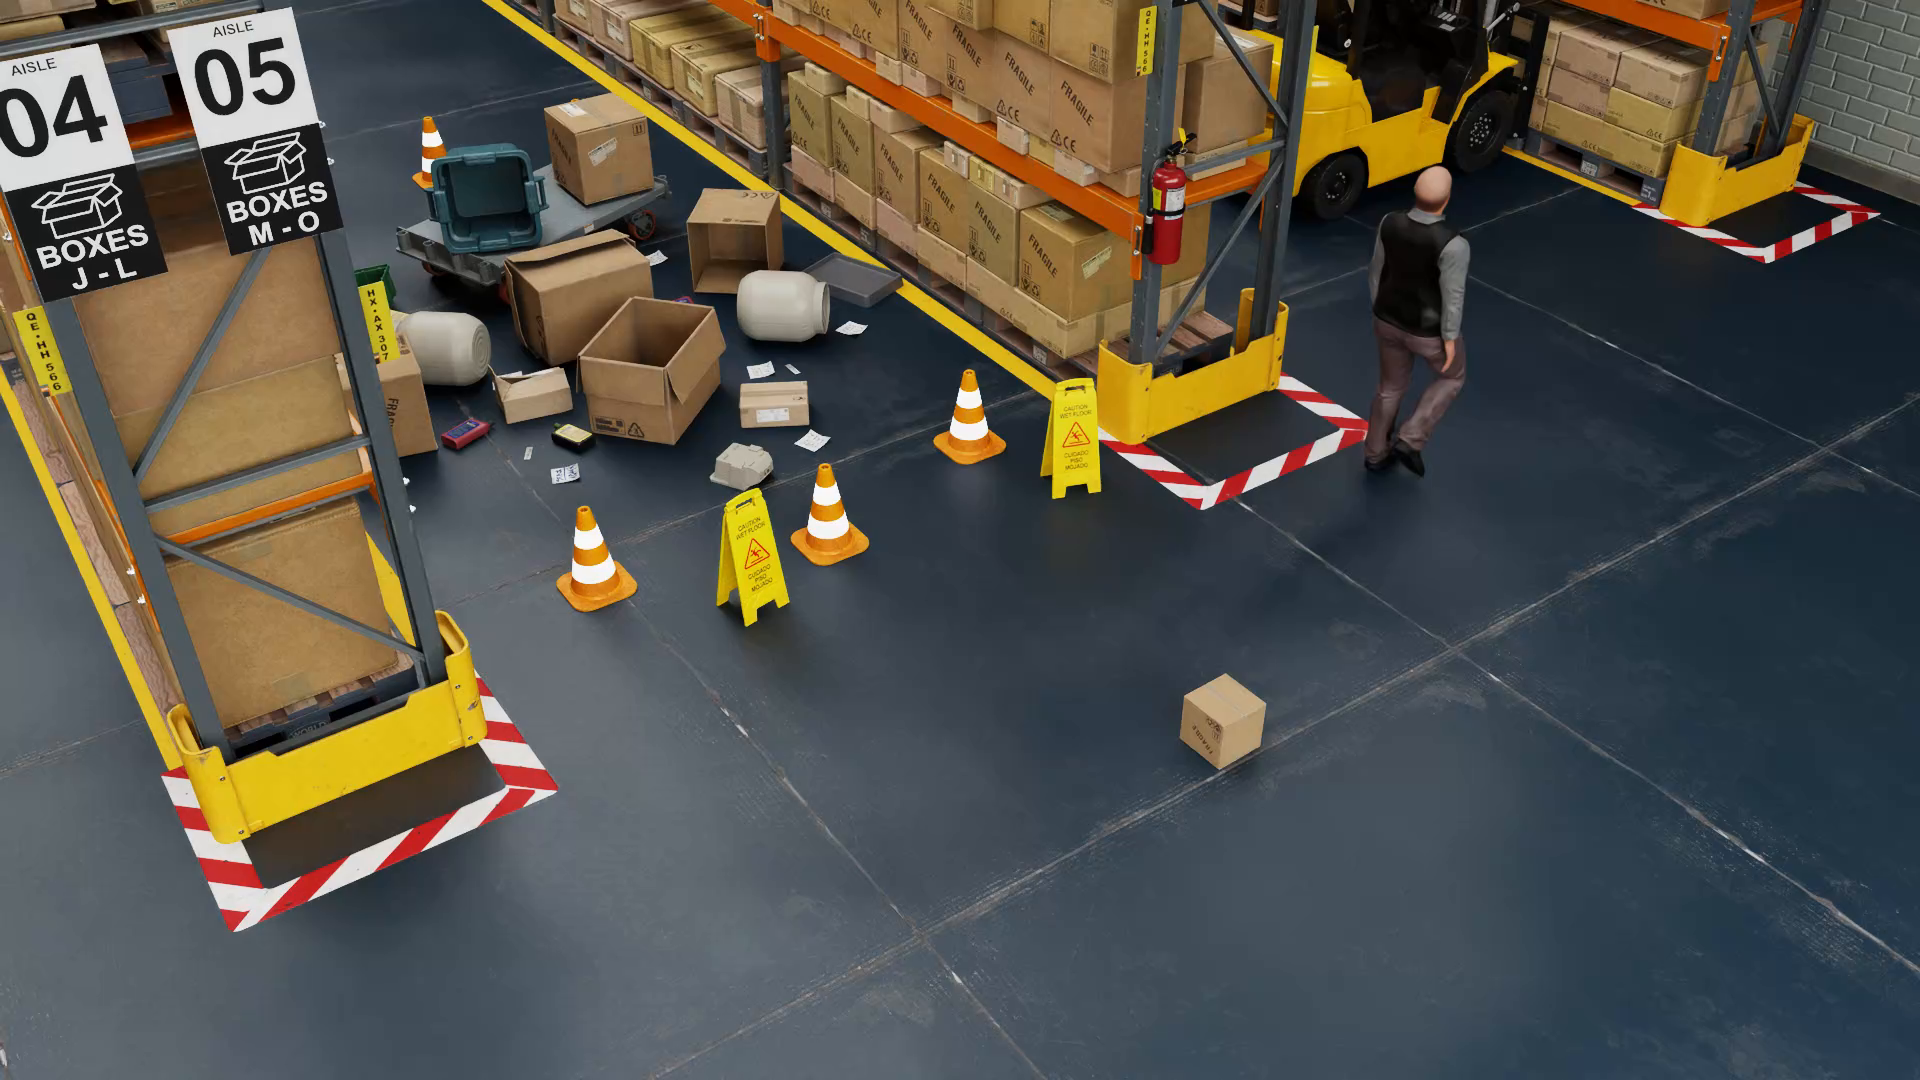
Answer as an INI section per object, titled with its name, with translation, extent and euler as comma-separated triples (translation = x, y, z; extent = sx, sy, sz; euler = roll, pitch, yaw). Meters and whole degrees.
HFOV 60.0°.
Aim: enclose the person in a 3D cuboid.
[person]
translation = 2.357, -1.125, 8.532
extent = 0.560, 1.731, 0.474
euler = 30, 46, 35
